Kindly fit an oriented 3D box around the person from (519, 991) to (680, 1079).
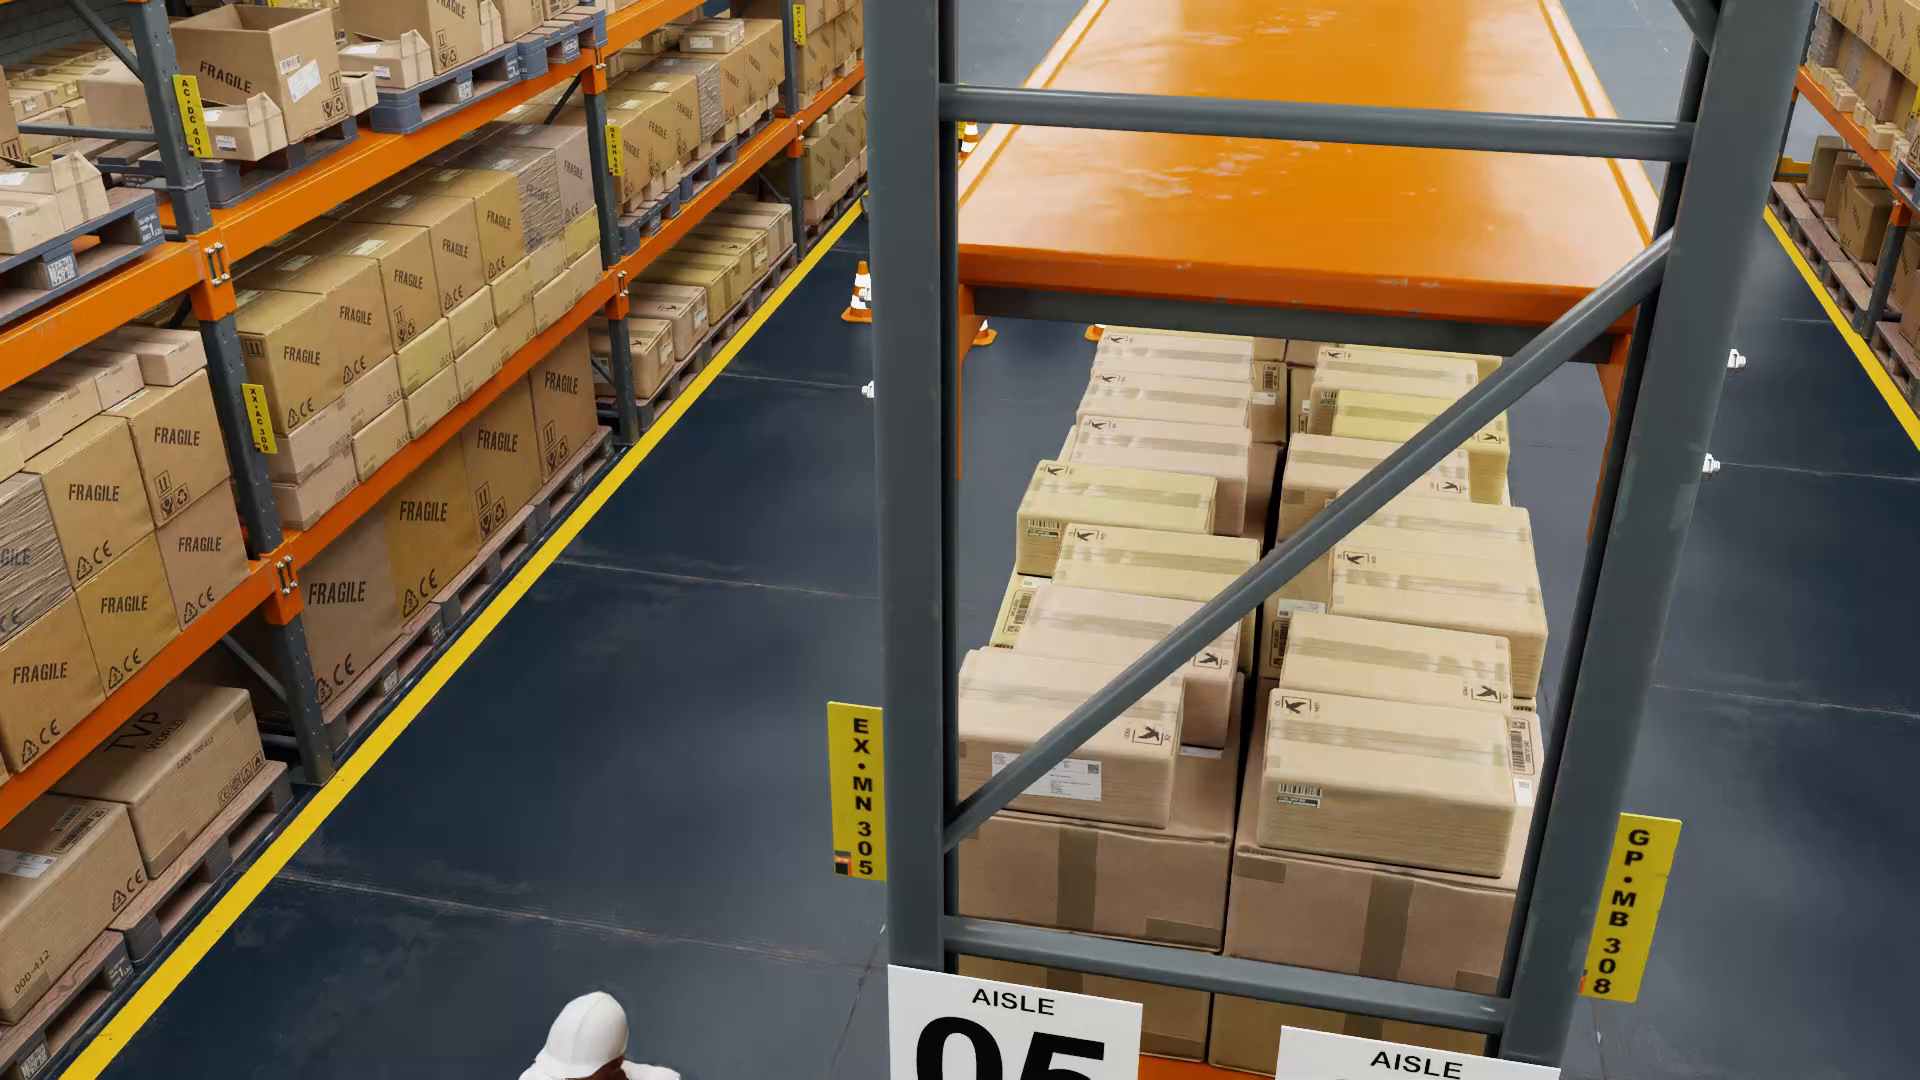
[{"bbox_3d":[-1.018,2.067,4.824,0.624,1.821,0.557,7,29,12],"label":"person"}]
